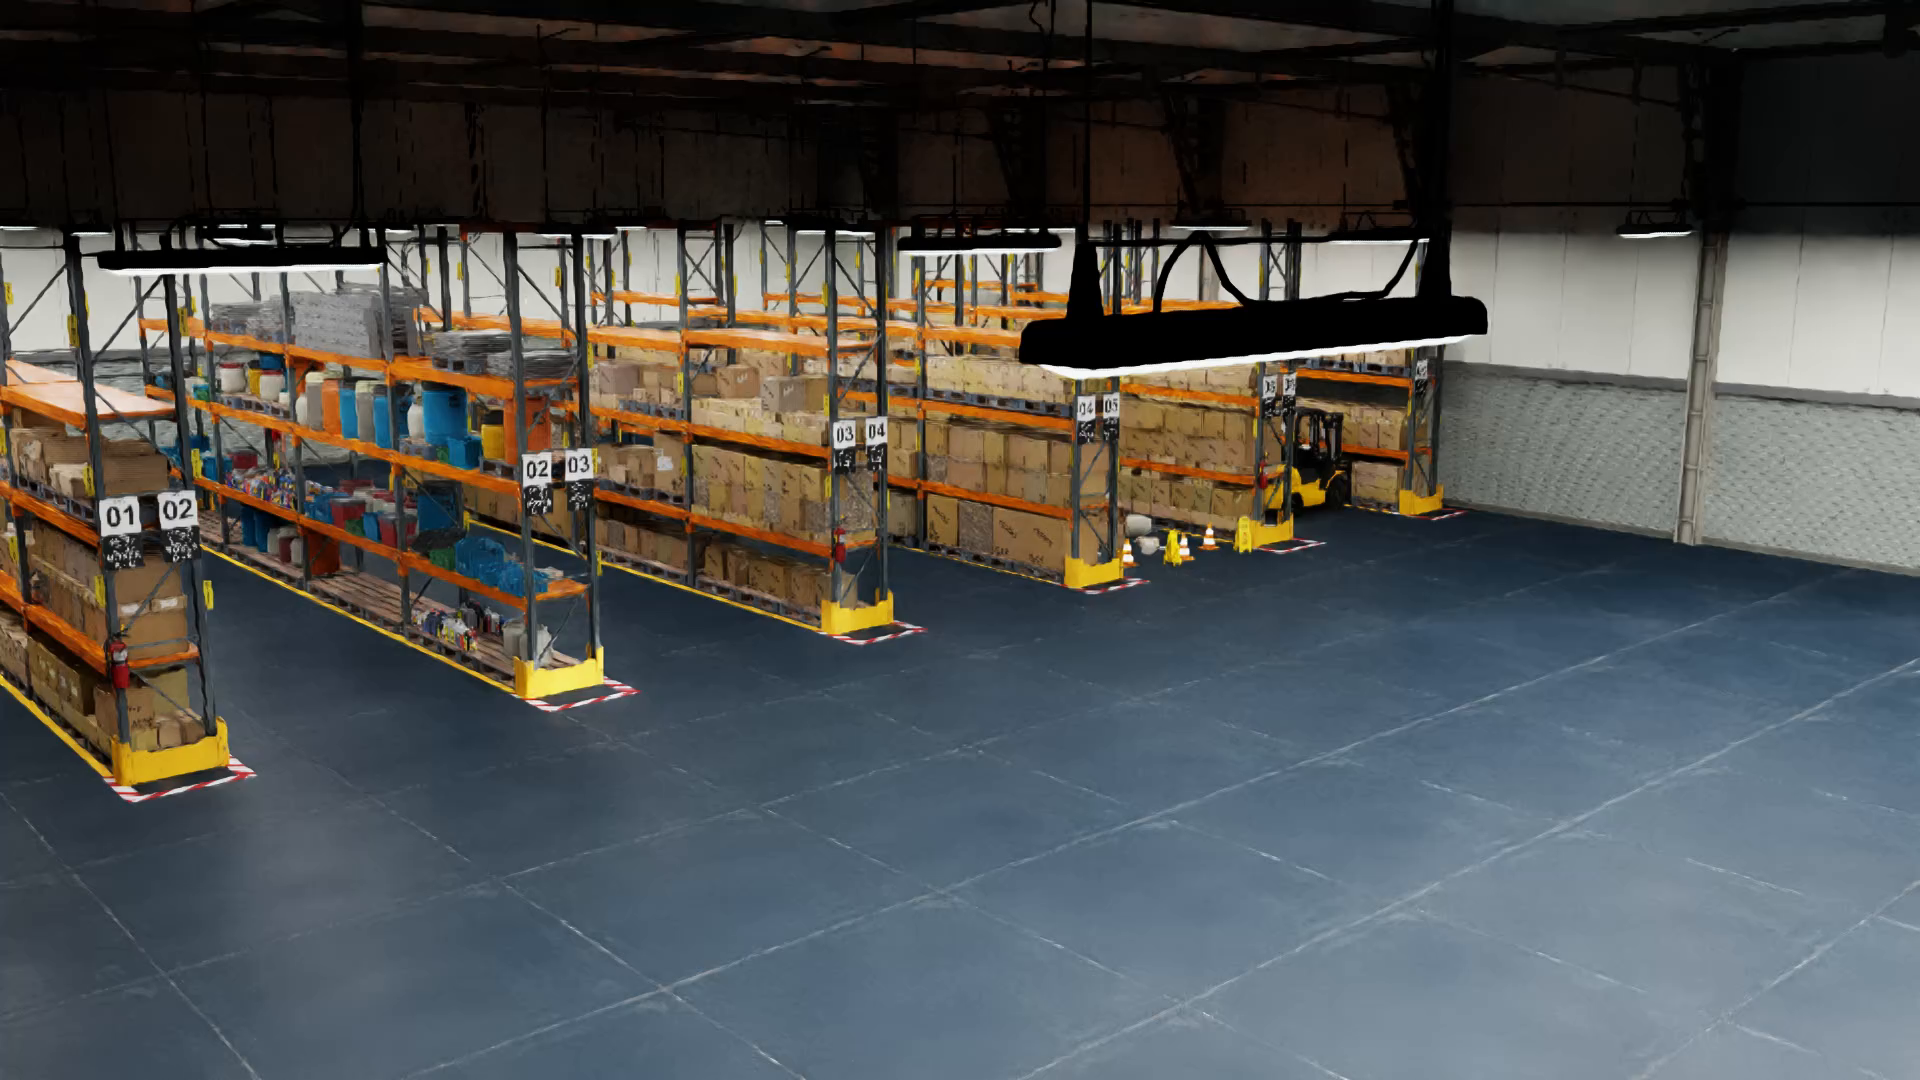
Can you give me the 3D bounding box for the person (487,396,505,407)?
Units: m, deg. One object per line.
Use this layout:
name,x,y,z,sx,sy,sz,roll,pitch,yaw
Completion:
person,-11.738,-3.022,42.450,0.748,1.741,0.741,-9,14,-36

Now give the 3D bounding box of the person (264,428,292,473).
person,-15.780,-2.199,38.451,0.651,1.716,0.552,5,12,22
